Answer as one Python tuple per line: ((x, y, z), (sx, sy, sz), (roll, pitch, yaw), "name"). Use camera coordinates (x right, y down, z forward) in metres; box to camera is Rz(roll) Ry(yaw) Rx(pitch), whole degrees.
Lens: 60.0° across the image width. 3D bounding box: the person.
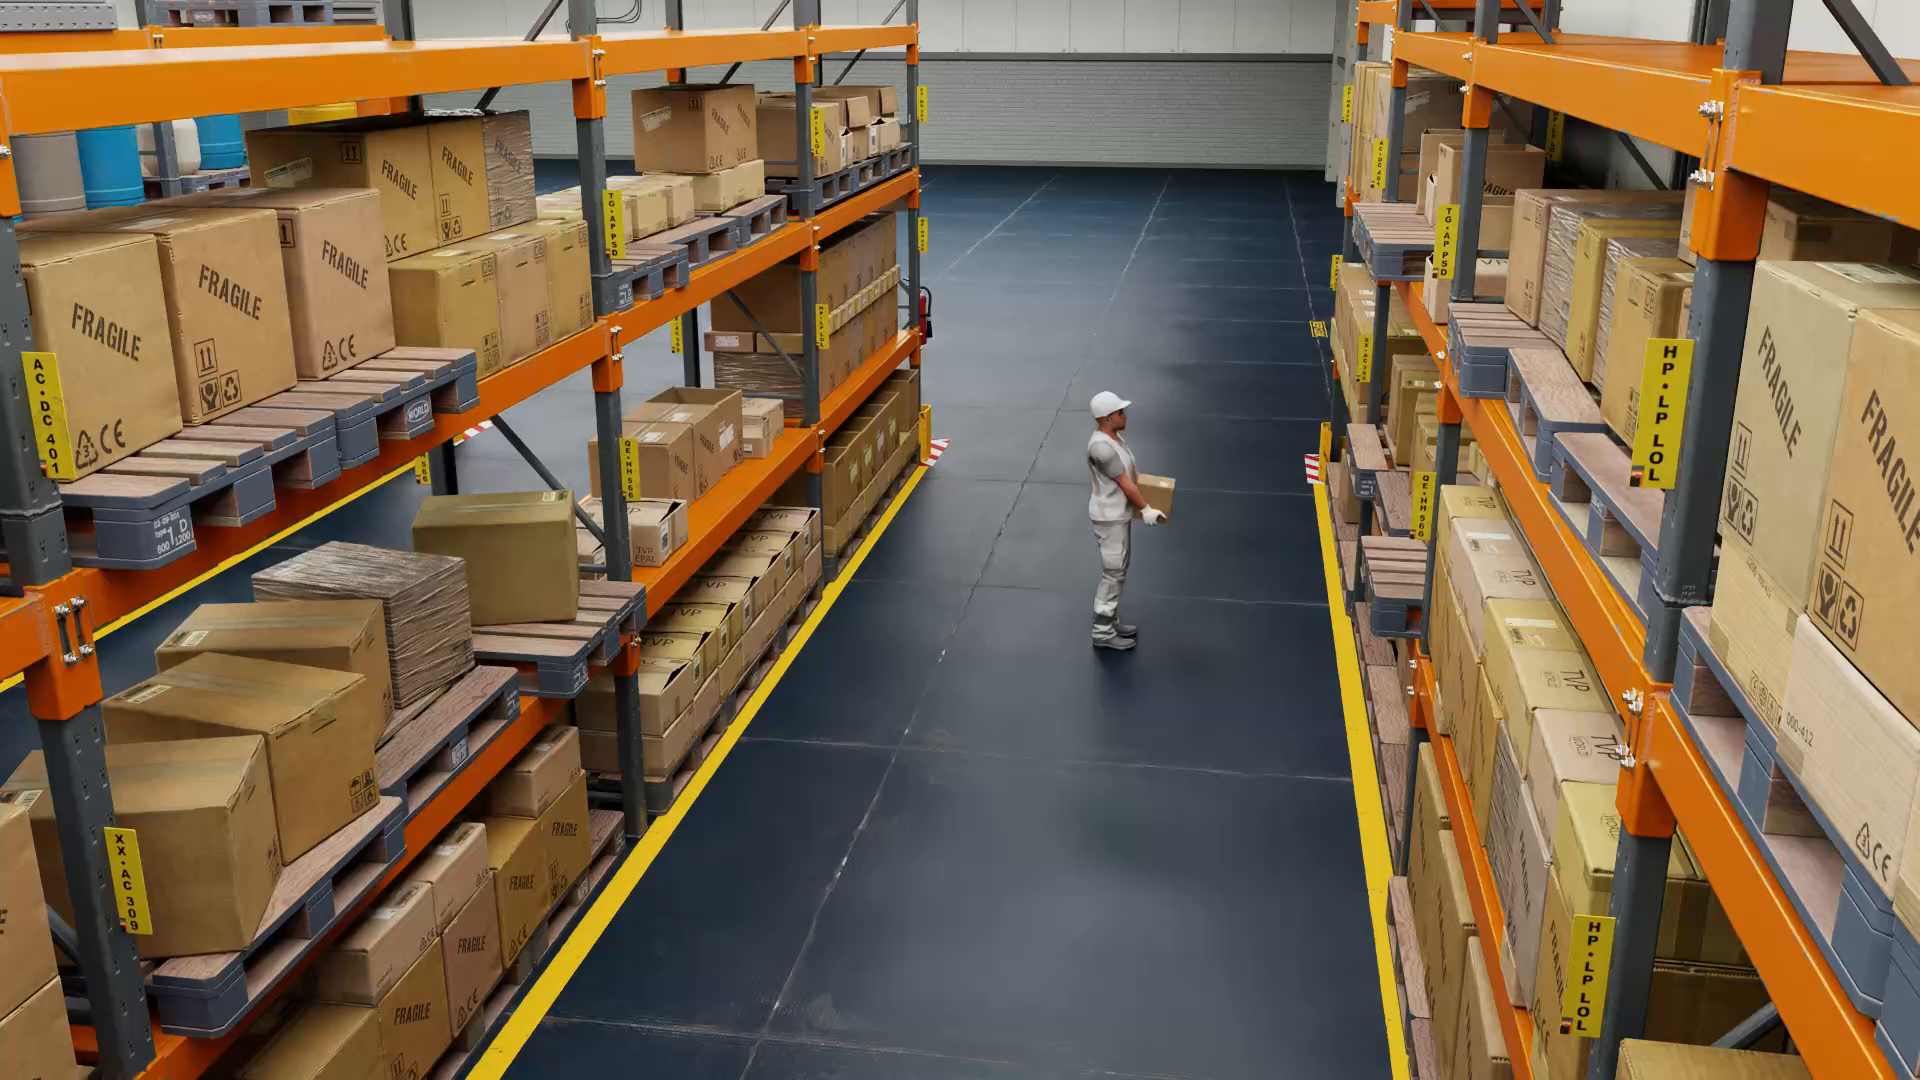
((1.152, -0.140, 11.462), (0.560, 1.782, 0.494), (3, 18, 10), "person")
